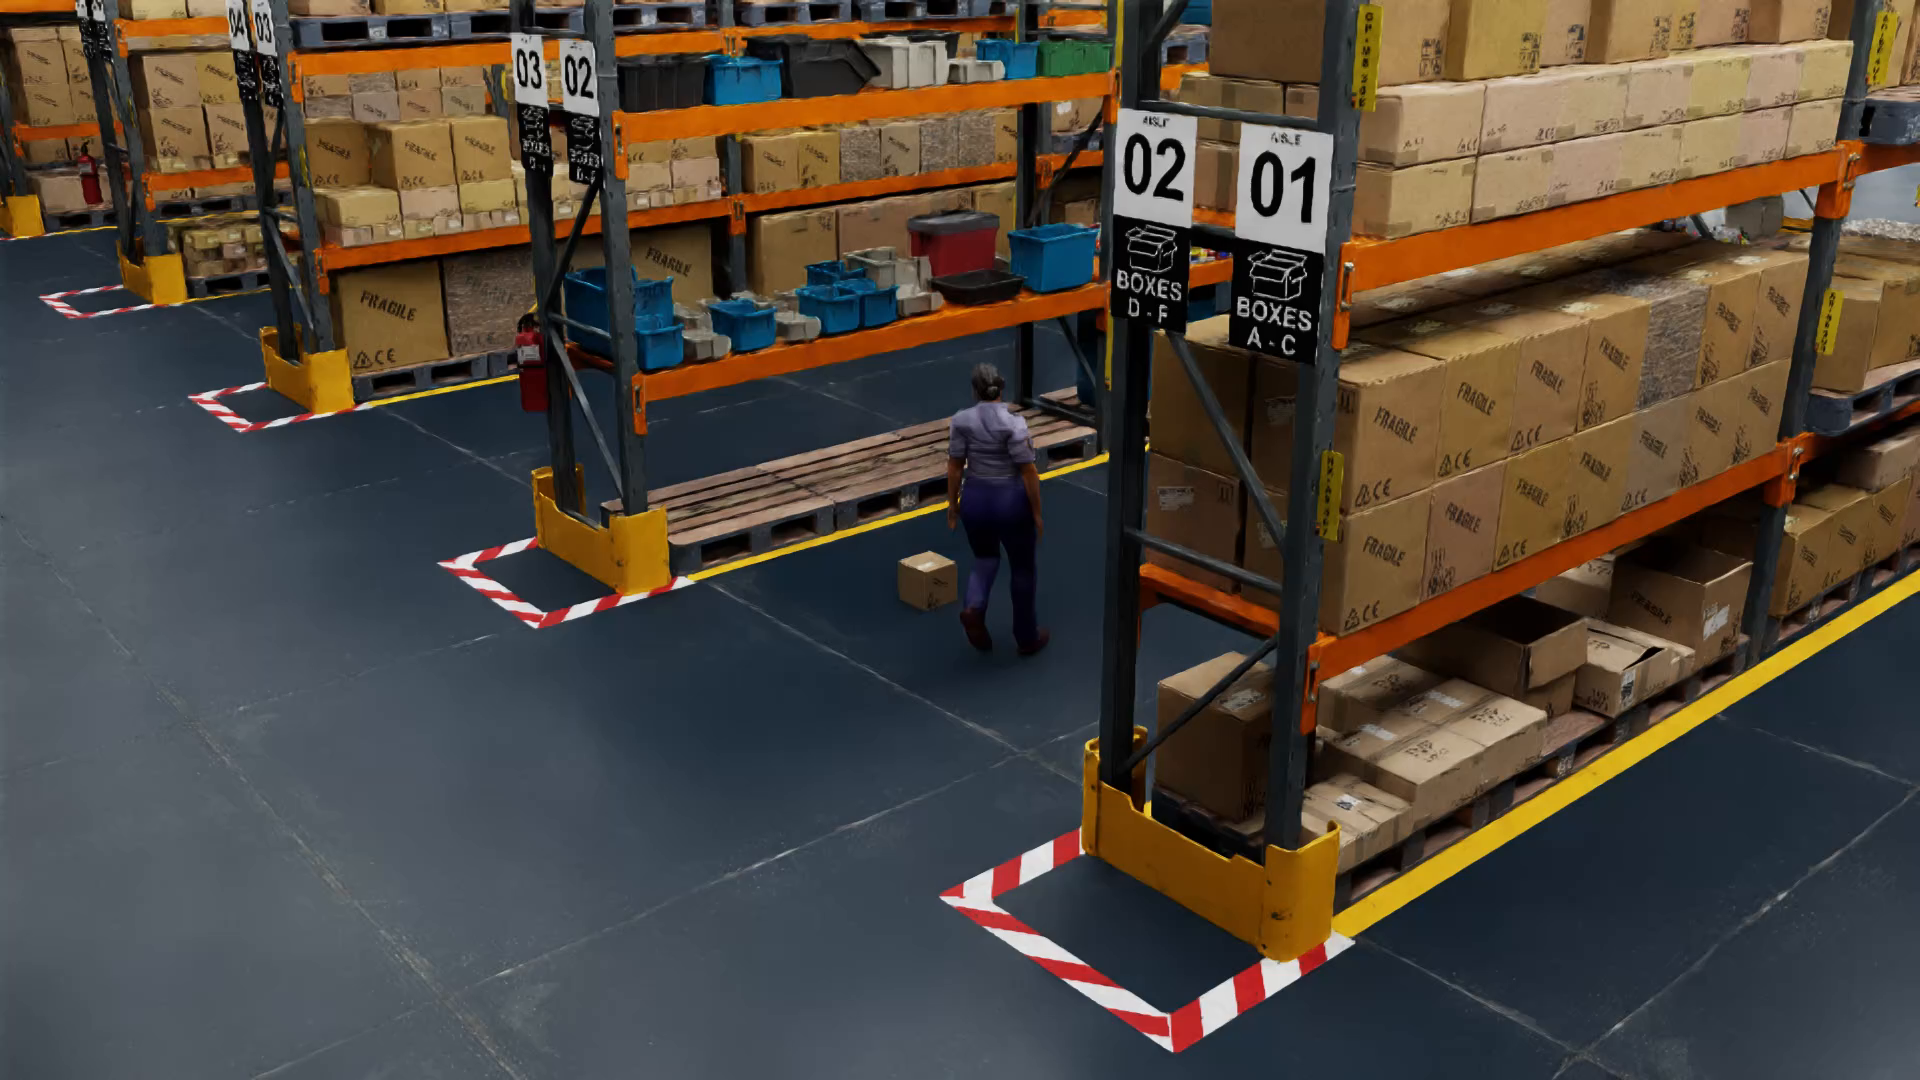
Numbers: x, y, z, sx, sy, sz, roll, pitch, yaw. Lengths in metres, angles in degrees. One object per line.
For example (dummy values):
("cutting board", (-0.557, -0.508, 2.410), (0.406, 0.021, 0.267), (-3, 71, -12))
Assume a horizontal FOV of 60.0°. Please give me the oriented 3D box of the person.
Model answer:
("person", (0.194, -0.161, 9.010), (0.566, 1.612, 0.522), (9, 23, 22))
